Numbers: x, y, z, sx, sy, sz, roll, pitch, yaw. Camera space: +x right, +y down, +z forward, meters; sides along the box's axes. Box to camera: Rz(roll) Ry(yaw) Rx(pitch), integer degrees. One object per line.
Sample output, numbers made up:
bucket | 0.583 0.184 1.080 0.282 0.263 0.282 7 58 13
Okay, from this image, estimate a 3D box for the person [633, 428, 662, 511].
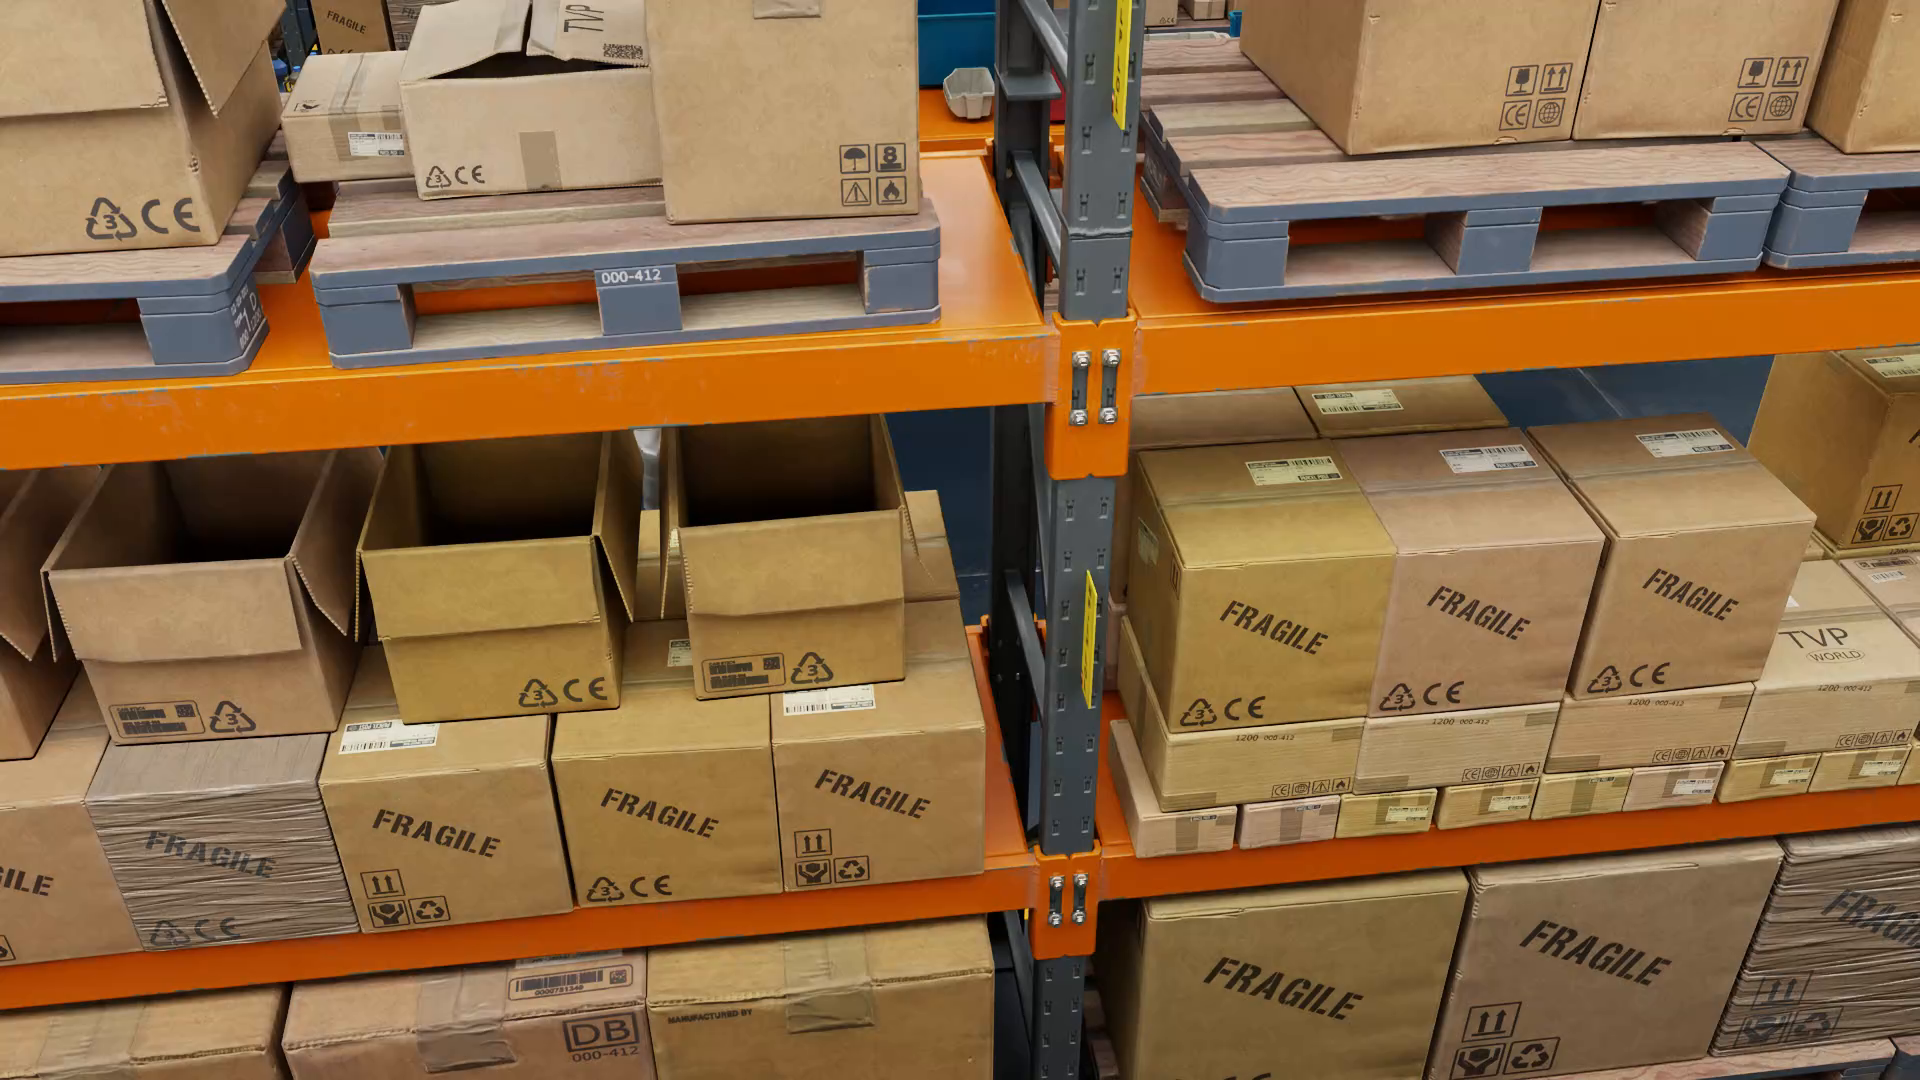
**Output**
person | -1.140 -0.492 6.827 0.521 1.775 0.545 -5 35 -7
